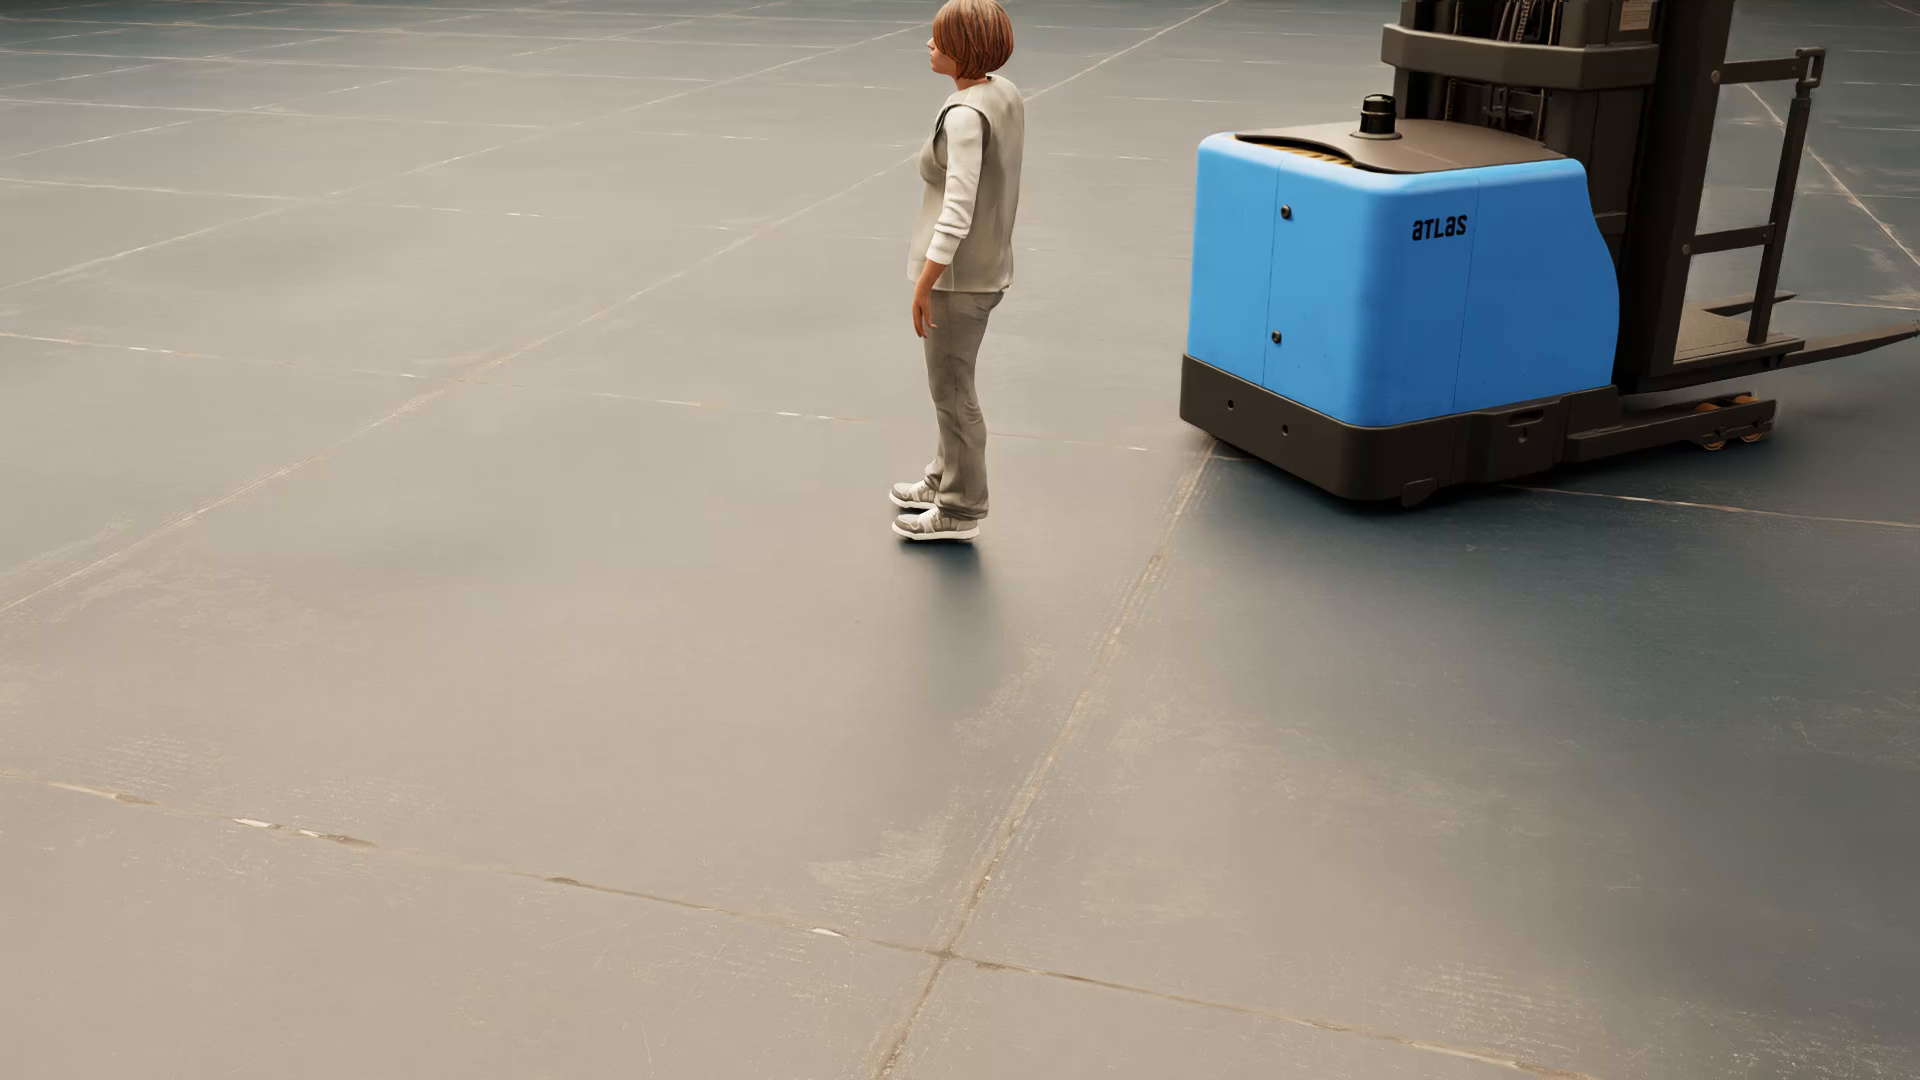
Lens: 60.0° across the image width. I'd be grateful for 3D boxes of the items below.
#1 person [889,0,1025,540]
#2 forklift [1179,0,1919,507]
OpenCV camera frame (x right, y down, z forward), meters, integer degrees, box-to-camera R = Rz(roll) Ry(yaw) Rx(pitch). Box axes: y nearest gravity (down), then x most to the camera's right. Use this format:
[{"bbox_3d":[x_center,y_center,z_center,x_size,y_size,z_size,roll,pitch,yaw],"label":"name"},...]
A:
[{"bbox_3d":[-0.066,-0.758,4.846,0.475,1.596,0.521,7,23,16],"label":"person"},{"bbox_3d":[2.343,-1.837,5.730,3.031,2.935,1.130,-11,25,-25],"label":"forklift"}]
